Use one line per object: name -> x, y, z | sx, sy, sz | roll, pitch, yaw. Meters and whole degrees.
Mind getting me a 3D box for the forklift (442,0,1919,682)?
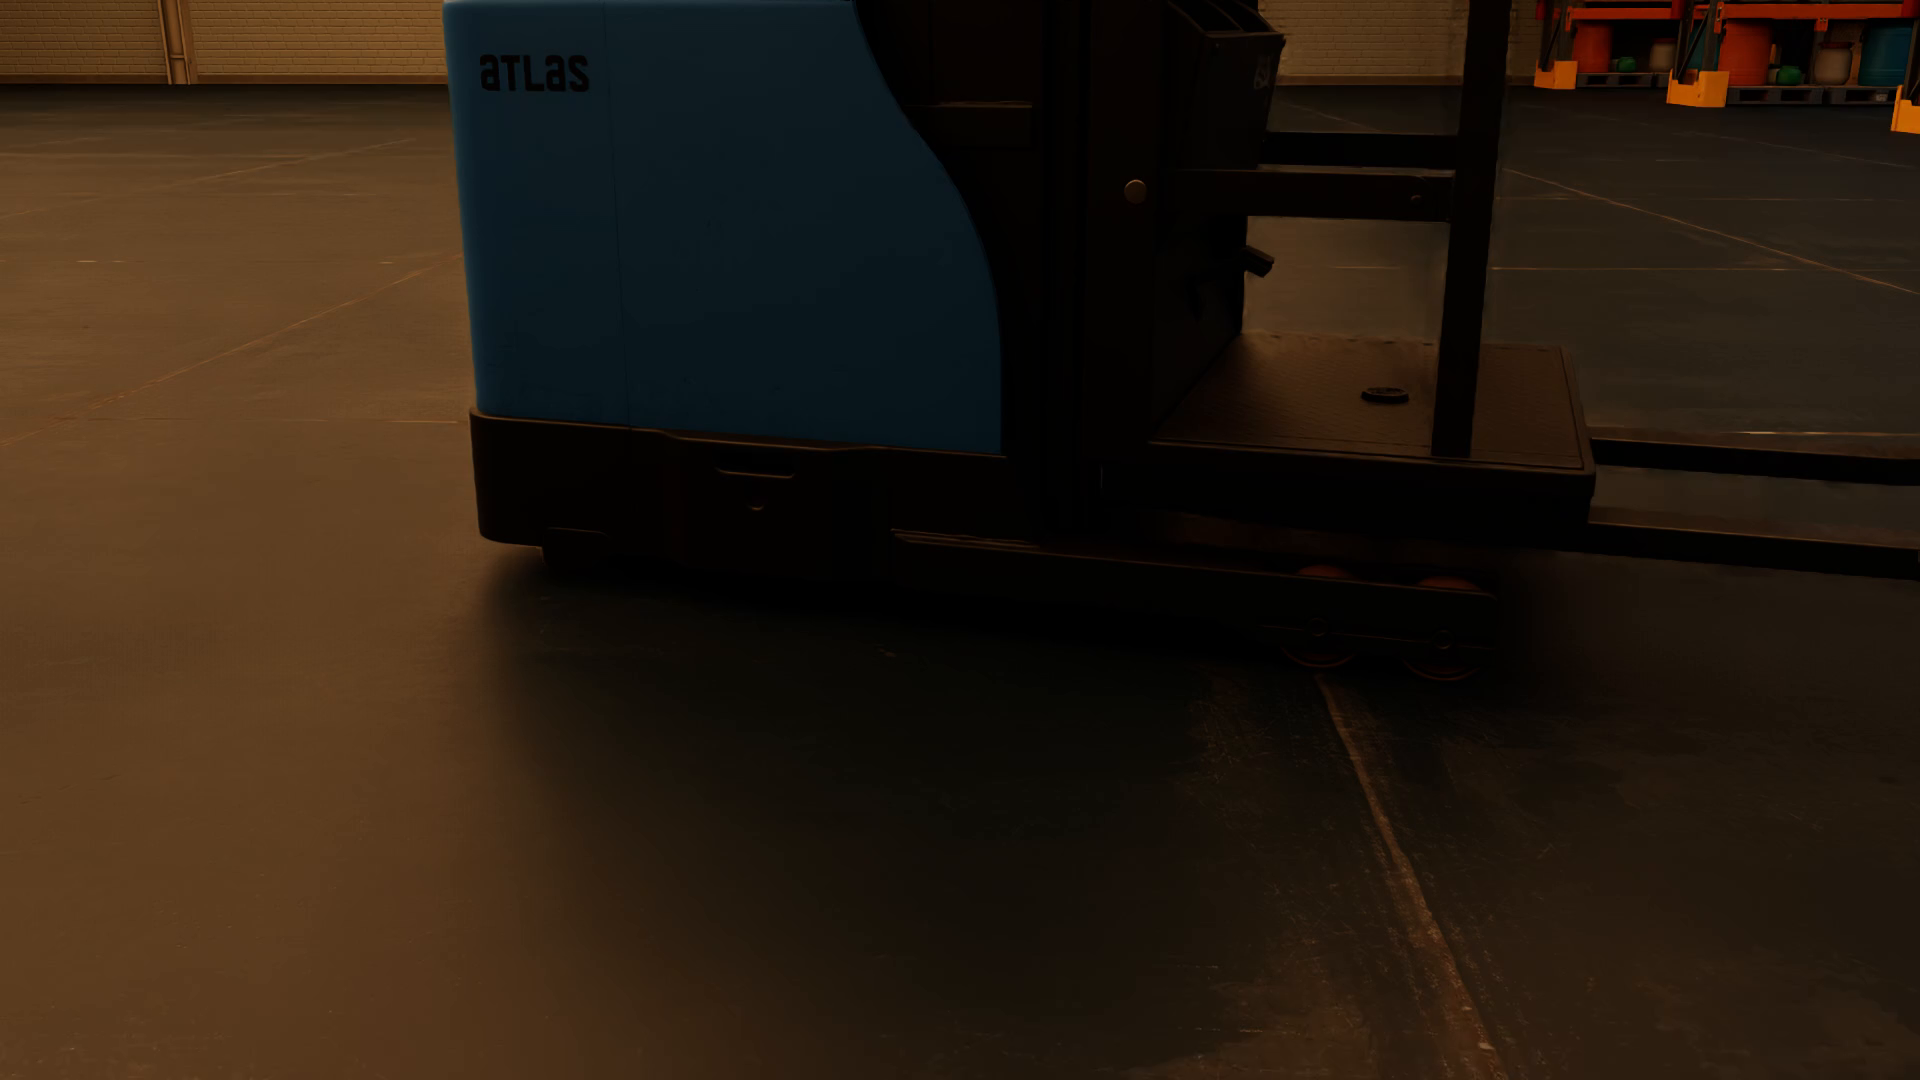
forklift -> 0.652, -1.350, 2.777 | 3.031, 2.935, 1.130 | 5, 18, 16
